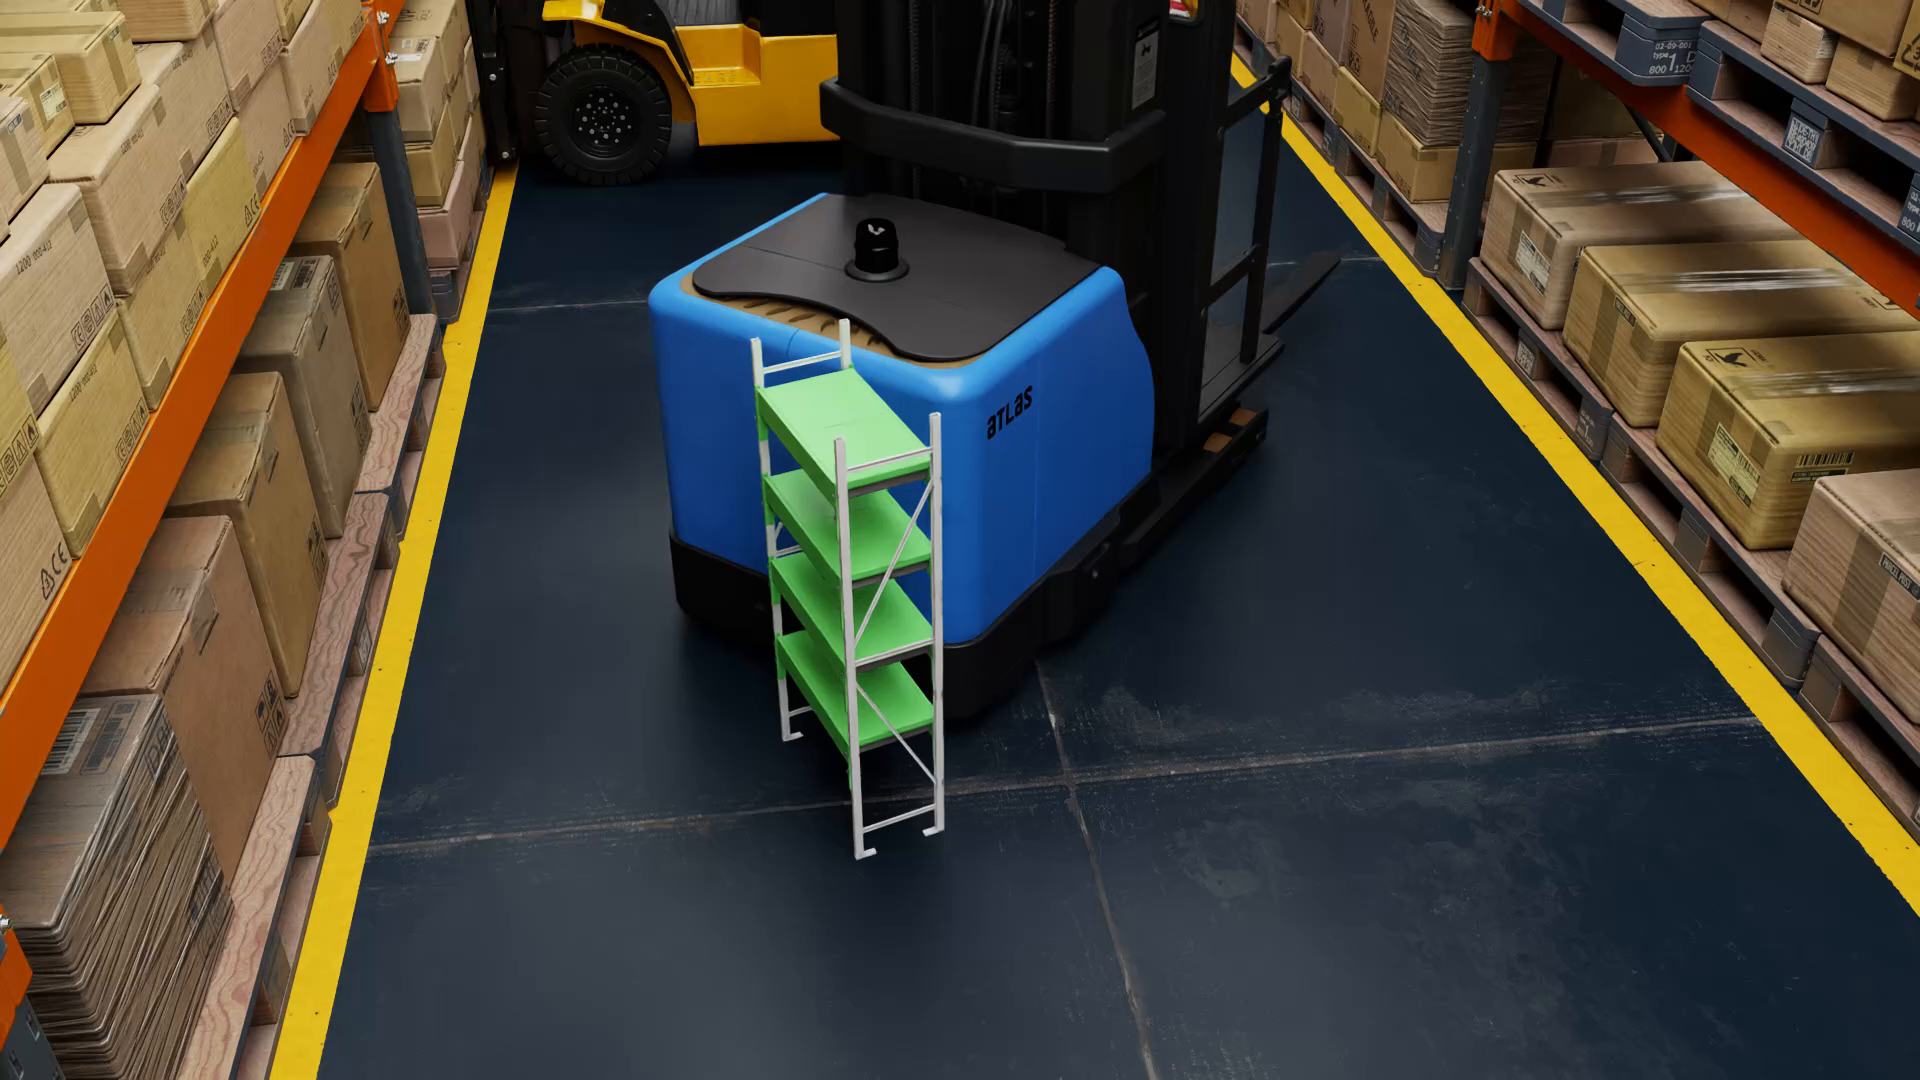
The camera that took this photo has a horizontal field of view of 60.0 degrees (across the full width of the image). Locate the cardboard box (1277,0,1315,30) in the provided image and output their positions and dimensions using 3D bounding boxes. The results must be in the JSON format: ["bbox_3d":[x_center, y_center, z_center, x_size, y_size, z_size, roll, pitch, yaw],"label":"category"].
[{"bbox_3d":[1.885,-2.832,8.145,0.500,0.500,0.500,-4,34,-5],"label":"cardboard box"}]

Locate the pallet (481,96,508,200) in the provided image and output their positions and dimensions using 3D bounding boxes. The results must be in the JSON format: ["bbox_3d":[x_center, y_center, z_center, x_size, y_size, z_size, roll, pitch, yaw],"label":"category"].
[{"bbox_3d":[-2.700,-1.908,7.862,1.003,0.211,1.213,-4,35,-6],"label":"pallet"}]

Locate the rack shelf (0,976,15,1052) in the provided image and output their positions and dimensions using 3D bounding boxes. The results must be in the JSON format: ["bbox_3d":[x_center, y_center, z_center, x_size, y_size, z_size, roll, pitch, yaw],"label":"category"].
[{"bbox_3d":[-1.661,1.714,0.710,1.077,0.370,4.000,-4,35,-6],"label":"rack shelf"}]

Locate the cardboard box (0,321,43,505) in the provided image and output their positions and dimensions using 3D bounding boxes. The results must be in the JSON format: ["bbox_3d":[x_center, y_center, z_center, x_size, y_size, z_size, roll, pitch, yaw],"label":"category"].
[{"bbox_3d":[-1.722,-0.112,2.439,0.500,0.250,0.500,-4,35,-6],"label":"cardboard box"}]

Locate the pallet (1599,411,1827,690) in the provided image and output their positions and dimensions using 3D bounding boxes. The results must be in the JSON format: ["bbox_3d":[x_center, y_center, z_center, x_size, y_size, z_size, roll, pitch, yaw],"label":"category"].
[{"bbox_3d":[2.724,-0.040,5.121,1.003,0.211,1.213,-4,35,-6],"label":"pallet"}]

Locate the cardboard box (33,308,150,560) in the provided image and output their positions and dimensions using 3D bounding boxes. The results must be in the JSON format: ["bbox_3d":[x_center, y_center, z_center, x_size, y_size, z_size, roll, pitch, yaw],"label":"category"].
[{"bbox_3d":[-1.810,-0.184,2.990,0.500,0.250,0.500,-5,35,-7],"label":"cardboard box"}]

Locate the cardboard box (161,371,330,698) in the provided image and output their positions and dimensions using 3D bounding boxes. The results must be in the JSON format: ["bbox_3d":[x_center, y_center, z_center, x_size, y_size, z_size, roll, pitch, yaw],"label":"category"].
[{"bbox_3d":[-2.186,0.020,4.293,0.875,0.625,0.625,-6,35,-8],"label":"cardboard box"}]

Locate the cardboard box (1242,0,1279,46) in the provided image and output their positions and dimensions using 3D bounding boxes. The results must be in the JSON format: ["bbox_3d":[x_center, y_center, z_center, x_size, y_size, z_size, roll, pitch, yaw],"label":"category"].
[{"bbox_3d":[1.808,-2.822,8.796,0.500,0.250,0.500,-3,34,-5],"label":"cardboard box"}]

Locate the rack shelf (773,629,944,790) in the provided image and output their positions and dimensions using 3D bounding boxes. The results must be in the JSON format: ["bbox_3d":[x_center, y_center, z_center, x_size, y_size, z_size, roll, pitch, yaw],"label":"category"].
[{"bbox_3d":[-0.259,0.387,4.157,0.258,0.148,0.480,-16,37,-22],"label":"rack shelf"}]

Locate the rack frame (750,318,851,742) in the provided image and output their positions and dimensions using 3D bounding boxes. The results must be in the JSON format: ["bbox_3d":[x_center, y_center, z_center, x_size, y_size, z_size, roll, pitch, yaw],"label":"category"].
[{"bbox_3d":[-0.368,0.013,4.166,0.240,1.200,0.015,-16,37,-22],"label":"rack frame"}]

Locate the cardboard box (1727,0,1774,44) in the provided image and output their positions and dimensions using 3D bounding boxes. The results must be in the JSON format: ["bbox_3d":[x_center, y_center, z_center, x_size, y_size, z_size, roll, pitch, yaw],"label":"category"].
[{"bbox_3d":[2.375,-1.469,4.593,0.380,0.149,0.250,-4,34,-6],"label":"cardboard box"}]

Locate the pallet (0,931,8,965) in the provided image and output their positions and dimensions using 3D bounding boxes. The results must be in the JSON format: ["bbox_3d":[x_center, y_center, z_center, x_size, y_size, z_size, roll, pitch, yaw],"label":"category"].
[{"bbox_3d":[-1.769,0.753,1.651,1.213,0.211,1.003,-4,35,-6],"label":"pallet"}]

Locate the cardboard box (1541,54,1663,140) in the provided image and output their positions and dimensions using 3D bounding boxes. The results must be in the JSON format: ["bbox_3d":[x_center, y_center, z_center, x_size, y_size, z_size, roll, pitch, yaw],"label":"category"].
[{"bbox_3d":[2.639,-2.006,6.933,0.500,0.500,0.500,-3,34,-4],"label":"cardboard box"}]

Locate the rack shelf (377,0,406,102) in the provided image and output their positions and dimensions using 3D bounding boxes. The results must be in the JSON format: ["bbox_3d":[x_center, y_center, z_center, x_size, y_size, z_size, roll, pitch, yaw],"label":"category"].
[{"bbox_3d":[-2.737,-2.750,7.260,1.077,0.370,4.000,-4,35,-6],"label":"rack shelf"}]

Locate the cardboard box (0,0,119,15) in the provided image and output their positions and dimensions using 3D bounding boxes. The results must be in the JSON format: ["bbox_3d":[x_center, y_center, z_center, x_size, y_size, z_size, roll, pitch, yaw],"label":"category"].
[{"bbox_3d":[-1.995,-1.066,3.485,0.380,0.149,0.250,-4,35,-6],"label":"cardboard box"}]

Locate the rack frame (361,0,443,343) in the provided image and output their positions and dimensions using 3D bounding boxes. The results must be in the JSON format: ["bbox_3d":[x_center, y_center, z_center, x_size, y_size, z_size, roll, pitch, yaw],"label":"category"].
[{"bbox_3d":[-2.468,-1.931,5.420,1.000,3.000,0.127,-4,35,-6],"label":"rack frame"}]

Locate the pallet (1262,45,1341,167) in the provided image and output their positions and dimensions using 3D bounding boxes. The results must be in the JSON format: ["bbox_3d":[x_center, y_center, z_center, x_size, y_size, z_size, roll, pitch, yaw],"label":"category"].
[{"bbox_3d":[2.158,-2.211,8.307,1.003,0.211,1.213,-4,35,-6],"label":"pallet"}]

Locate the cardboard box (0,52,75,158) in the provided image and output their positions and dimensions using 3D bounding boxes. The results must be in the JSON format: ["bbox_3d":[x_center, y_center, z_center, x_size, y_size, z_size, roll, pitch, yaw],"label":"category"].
[{"bbox_3d":[-1.889,-0.782,3.069,0.380,0.149,0.250,-4,34,-6],"label":"cardboard box"}]

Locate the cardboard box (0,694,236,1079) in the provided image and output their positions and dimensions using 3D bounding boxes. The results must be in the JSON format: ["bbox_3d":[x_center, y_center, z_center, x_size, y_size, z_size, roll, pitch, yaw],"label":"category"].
[{"bbox_3d":[-2.000,0.760,3.207,0.875,0.625,0.625,-3,34,-5],"label":"cardboard box"}]

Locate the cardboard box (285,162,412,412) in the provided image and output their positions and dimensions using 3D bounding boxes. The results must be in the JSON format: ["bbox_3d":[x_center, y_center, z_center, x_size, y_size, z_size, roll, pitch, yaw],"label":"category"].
[{"bbox_3d":[-2.386,-0.833,5.545,0.875,0.625,0.625,-3,34,-4],"label":"cardboard box"}]

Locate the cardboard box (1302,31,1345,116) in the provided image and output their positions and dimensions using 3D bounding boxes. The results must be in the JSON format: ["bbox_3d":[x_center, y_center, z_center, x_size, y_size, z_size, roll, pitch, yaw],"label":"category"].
[{"bbox_3d":[1.959,-2.236,7.937,0.500,0.250,0.500,-4,34,-6],"label":"cardboard box"}]

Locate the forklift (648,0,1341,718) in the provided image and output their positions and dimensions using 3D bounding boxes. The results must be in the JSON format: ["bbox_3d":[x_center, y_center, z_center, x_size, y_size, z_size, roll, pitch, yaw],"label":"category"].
[{"bbox_3d":[0.389,-1.530,4.892,1.130,2.935,3.031,20,39,27],"label":"forklift"}]

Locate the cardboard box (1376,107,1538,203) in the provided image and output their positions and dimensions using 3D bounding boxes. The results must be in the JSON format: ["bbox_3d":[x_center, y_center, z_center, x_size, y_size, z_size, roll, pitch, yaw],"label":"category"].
[{"bbox_3d":[2.105,-1.656,7.085,0.500,0.250,0.500,-3,34,-4],"label":"cardboard box"}]

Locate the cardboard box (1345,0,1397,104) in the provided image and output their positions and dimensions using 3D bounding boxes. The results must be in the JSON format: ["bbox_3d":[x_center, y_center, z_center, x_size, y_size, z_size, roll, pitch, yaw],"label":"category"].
[{"bbox_3d":[2.035,-2.250,7.291,0.500,0.500,0.500,-4,34,-6],"label":"cardboard box"}]

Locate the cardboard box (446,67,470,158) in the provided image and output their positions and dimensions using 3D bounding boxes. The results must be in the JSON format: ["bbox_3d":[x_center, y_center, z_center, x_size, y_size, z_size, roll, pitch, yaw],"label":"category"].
[{"bbox_3d":[-2.296,-1.749,6.778,0.500,0.250,0.500,-5,35,-7],"label":"cardboard box"}]

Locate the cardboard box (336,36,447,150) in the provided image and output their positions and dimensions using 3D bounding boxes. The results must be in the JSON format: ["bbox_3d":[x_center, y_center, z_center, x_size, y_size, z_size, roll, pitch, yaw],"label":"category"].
[{"bbox_3d":[-2.222,-1.675,6.225,0.500,0.250,0.500,-5,35,-7],"label":"cardboard box"}]

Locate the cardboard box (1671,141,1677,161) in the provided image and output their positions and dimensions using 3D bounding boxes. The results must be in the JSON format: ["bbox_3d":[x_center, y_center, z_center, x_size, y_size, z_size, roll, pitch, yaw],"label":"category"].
[{"bbox_3d":[3.655,-1.978,7.707,0.500,0.500,0.500,20,39,26],"label":"cardboard box"}]

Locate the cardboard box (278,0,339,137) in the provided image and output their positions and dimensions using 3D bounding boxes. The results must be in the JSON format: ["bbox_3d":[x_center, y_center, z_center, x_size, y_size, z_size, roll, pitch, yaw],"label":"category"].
[{"bbox_3d":[-2.067,-1.328,4.668,0.500,0.250,0.500,-5,35,-7],"label":"cardboard box"}]

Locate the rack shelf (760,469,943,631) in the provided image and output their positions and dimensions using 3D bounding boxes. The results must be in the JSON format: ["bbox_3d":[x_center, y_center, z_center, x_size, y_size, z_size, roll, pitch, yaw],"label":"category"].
[{"bbox_3d":[-0.259,-0.010,3.886,0.258,0.148,0.480,-16,37,-22],"label":"rack shelf"}]

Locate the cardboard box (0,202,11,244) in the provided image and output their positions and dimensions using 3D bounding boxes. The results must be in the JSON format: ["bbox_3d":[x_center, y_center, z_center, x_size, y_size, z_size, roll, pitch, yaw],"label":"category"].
[{"bbox_3d":[-1.778,-0.499,2.654,0.380,0.149,0.250,-3,34,-5],"label":"cardboard box"}]

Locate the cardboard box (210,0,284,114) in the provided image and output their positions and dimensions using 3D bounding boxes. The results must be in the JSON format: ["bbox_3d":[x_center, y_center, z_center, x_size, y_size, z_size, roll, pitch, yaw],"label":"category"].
[{"bbox_3d":[-2.009,-1.249,4.108,0.500,0.250,0.500,-4,34,-5],"label":"cardboard box"}]

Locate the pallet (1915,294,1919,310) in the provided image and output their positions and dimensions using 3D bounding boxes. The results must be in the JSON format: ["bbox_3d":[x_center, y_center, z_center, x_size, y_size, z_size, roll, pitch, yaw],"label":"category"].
[{"bbox_3d":[2.787,-0.387,3.325,1.213,0.211,1.003,-4,35,-6],"label":"pallet"}]

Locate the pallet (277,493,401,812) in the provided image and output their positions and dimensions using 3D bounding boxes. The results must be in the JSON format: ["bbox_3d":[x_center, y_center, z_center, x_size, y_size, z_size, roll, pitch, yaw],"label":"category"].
[{"bbox_3d":[-2.162,0.312,4.605,1.003,0.211,1.213,-4,35,-6],"label":"pallet"}]

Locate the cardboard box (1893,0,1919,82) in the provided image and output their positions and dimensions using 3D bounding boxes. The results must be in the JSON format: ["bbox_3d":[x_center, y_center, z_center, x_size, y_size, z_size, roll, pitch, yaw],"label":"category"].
[{"bbox_3d":[2.502,-1.217,3.646,0.500,0.500,0.500,-7,35,-10],"label":"cardboard box"}]

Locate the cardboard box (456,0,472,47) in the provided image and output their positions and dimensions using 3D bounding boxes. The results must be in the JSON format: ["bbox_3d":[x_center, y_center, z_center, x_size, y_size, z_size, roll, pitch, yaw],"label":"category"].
[{"bbox_3d":[-2.359,-2.238,7.051,0.500,0.250,0.500,-3,34,-5],"label":"cardboard box"}]

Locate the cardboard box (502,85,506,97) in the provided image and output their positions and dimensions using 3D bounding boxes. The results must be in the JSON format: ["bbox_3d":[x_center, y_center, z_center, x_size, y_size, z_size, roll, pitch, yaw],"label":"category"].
[{"bbox_3d":[-2.421,-2.116,7.760,0.500,0.250,0.500,-3,34,-5],"label":"cardboard box"}]

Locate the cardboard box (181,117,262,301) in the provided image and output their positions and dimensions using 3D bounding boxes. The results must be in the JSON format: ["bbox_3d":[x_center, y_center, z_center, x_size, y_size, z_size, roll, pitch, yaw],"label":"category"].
[{"bbox_3d":[-1.954,-0.761,3.836,0.500,0.250,0.500,-3,34,-5],"label":"cardboard box"}]

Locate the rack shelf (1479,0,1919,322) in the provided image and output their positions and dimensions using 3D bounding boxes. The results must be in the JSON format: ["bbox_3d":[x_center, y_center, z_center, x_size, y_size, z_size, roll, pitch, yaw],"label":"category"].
[{"bbox_3d":[2.719,-0.896,4.540,1.077,0.370,4.000,-4,35,-6],"label":"rack shelf"}]

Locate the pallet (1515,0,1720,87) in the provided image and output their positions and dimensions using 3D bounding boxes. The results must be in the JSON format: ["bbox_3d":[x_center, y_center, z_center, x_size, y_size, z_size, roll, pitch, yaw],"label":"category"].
[{"bbox_3d":[2.409,-1.792,5.387,1.003,0.211,1.213,-4,35,-6],"label":"pallet"}]

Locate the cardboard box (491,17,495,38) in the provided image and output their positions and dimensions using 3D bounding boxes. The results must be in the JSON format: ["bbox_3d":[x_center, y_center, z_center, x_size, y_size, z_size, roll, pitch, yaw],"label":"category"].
[{"bbox_3d":[-2.420,-2.312,7.605,0.500,0.250,0.500,-4,35,-7],"label":"cardboard box"}]

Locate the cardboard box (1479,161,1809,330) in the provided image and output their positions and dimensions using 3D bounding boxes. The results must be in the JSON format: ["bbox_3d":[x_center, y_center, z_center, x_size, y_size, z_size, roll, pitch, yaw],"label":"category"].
[{"bbox_3d":[2.524,-1.104,6.167,0.950,0.372,0.625,-4,34,-6],"label":"cardboard box"}]

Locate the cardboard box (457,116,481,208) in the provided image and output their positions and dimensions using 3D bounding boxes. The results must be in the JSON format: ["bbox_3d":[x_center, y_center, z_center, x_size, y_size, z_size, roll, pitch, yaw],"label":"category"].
[{"bbox_3d":[-2.288,-1.546,6.923,0.500,0.250,0.500,-5,35,-7],"label":"cardboard box"}]

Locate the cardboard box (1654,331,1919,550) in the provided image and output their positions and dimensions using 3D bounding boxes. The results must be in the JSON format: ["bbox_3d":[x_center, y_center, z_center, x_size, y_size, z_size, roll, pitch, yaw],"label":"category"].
[{"bbox_3d":[2.719,-0.315,5.010,0.950,0.372,0.625,-3,34,-5],"label":"cardboard box"}]

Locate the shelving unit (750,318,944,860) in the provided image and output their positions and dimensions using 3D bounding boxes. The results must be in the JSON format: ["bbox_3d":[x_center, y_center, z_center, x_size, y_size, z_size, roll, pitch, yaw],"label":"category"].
[{"bbox_3d":[-0.259,0.136,3.986,0.258,1.200,0.503,-16,37,-22],"label":"shelving unit"}]

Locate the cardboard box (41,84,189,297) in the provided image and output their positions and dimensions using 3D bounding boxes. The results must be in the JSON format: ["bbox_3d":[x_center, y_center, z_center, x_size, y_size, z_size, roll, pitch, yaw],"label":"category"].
[{"bbox_3d":[-1.866,-0.683,3.277,0.500,0.250,0.500,-5,35,-8],"label":"cardboard box"}]

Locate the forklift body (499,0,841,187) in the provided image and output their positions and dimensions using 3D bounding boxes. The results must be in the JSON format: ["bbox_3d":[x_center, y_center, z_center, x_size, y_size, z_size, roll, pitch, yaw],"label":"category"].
[{"bbox_3d":[-0.943,-2.892,7.584,2.313,2.155,1.214,-4,35,-6],"label":"forklift body"}]

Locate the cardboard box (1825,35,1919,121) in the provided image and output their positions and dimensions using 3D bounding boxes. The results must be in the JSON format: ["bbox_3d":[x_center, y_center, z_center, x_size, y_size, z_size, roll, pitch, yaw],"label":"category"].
[{"bbox_3d":[2.424,-1.170,4.154,0.380,0.149,0.250,-5,35,-8],"label":"cardboard box"}]
